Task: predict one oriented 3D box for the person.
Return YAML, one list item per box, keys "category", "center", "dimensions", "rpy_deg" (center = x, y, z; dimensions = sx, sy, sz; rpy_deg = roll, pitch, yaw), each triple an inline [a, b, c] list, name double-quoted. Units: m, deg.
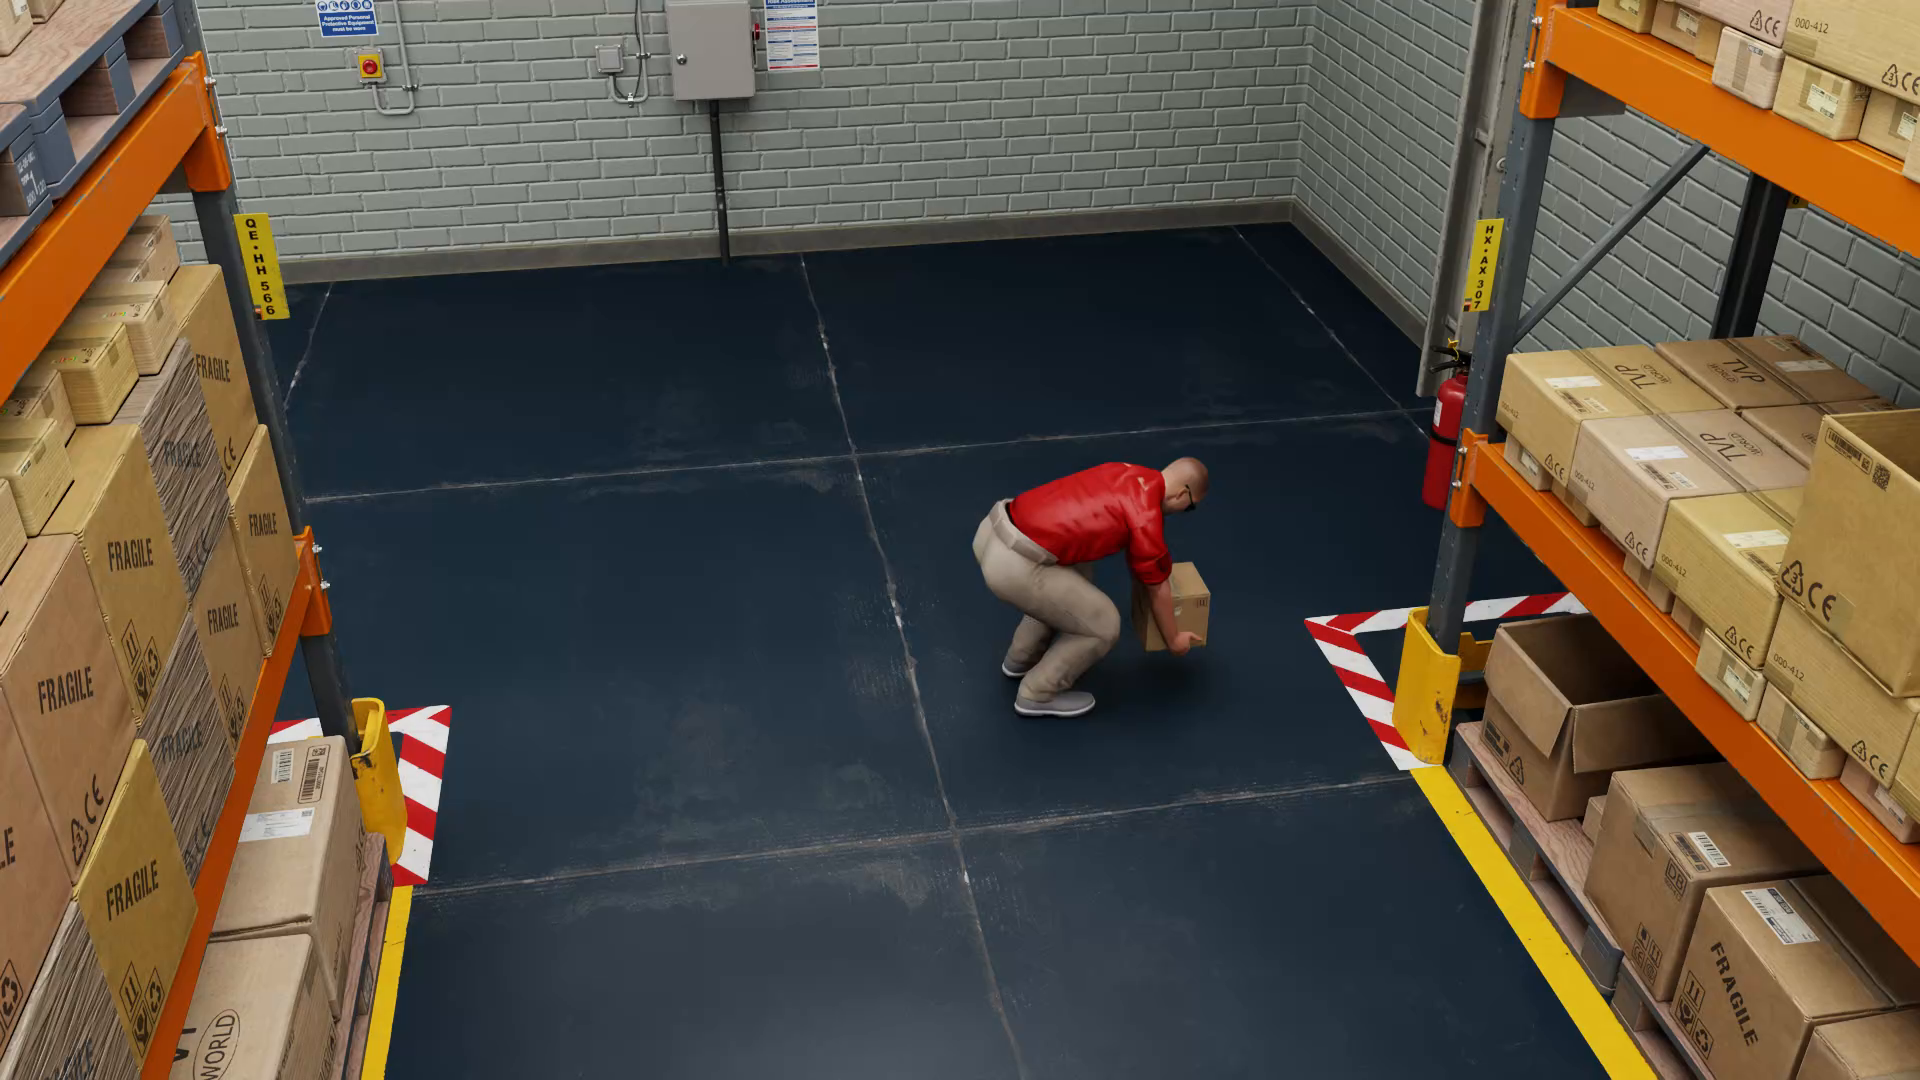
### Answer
- category: "person"
  center: [0.520, 0.168, 6.594]
  dimensions: [0.938, 0.990, 0.542]
  rpy_deg: [-7, 31, -11]
